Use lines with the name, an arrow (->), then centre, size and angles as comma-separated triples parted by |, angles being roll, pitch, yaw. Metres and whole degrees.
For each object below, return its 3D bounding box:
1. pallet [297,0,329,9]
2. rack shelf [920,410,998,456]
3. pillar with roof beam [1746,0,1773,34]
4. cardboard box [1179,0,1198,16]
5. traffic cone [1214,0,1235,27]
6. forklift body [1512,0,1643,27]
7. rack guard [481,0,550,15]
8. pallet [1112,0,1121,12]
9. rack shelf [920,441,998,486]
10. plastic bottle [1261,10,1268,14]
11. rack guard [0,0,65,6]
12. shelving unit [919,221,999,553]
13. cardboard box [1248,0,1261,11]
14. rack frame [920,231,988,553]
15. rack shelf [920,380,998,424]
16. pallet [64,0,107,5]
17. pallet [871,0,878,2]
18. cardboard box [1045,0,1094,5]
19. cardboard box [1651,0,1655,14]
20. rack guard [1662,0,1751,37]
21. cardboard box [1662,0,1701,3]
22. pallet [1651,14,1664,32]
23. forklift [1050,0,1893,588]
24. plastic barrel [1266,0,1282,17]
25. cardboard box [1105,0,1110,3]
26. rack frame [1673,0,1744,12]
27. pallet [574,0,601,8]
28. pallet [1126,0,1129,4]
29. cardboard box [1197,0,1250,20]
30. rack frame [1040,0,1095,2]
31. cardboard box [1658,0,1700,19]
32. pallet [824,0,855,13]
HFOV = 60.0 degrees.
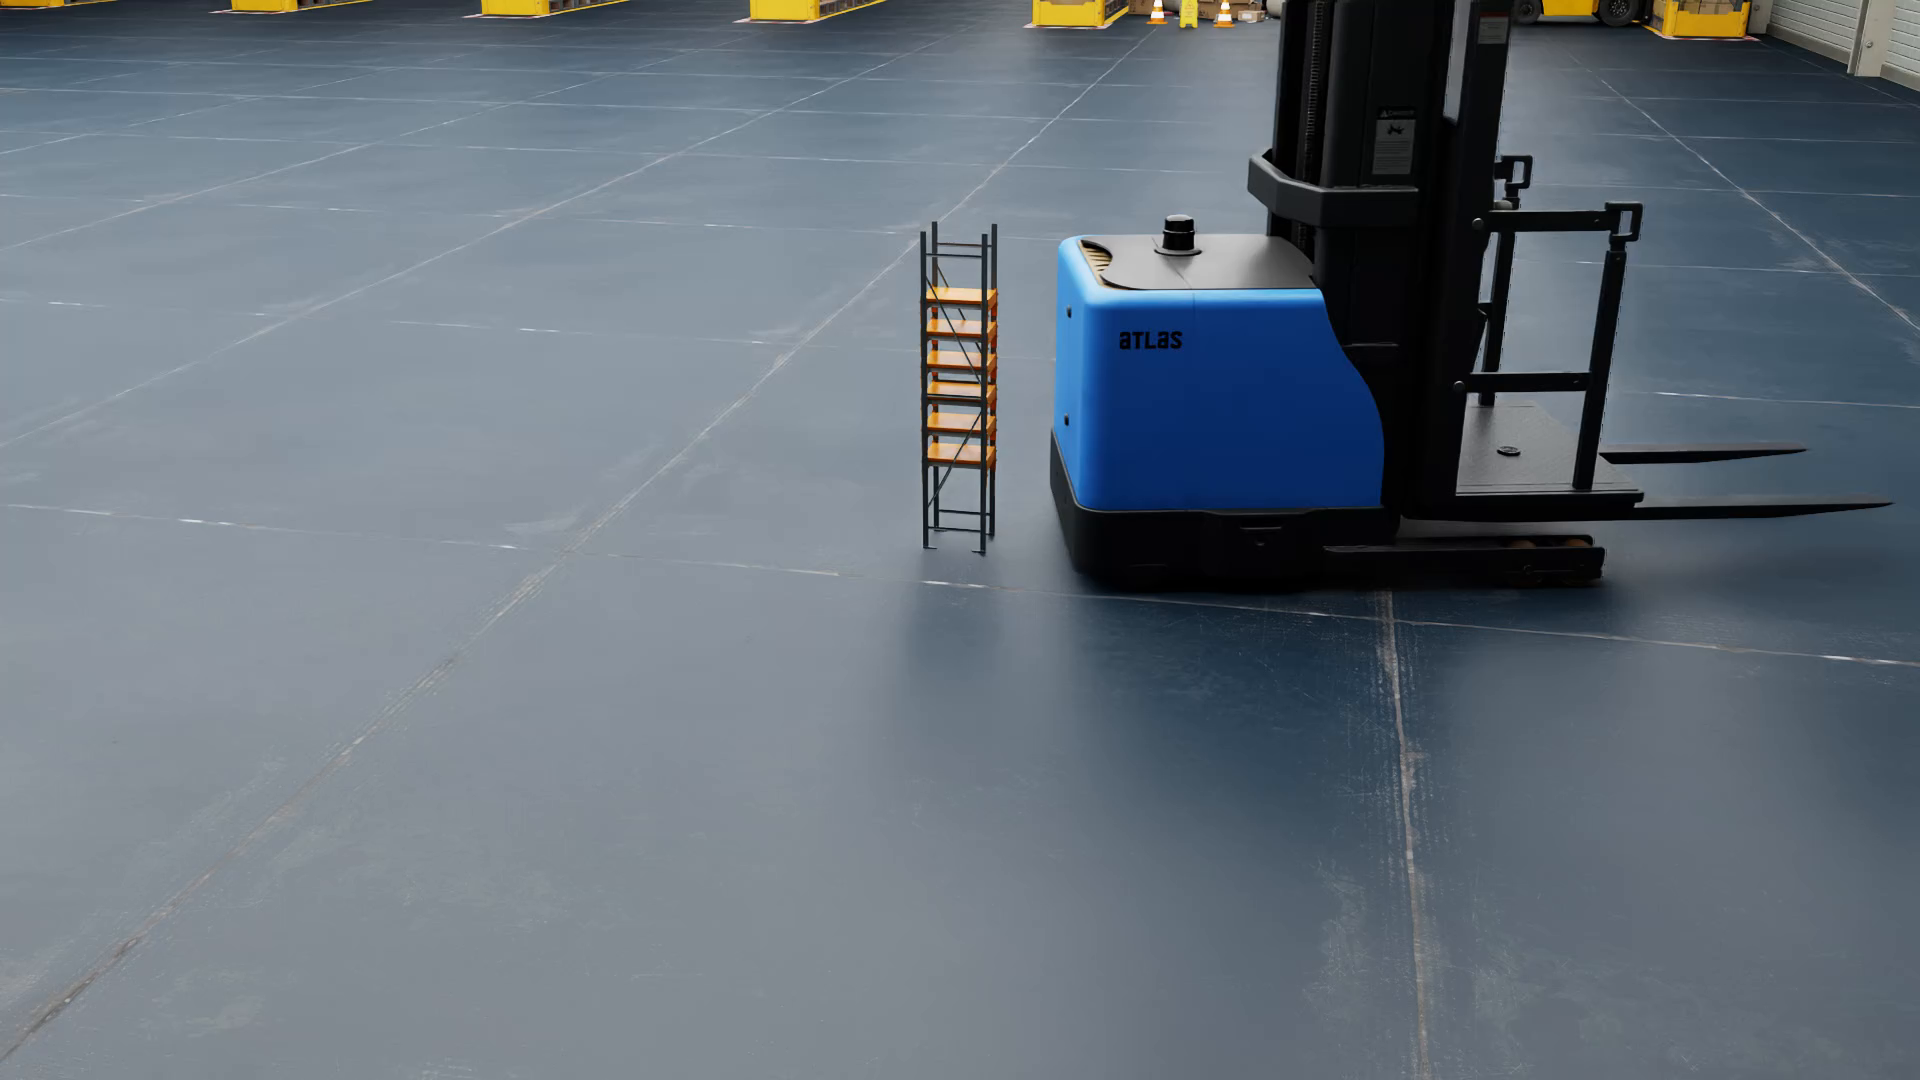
pallet -> -12.616, -10.106, 31.164 | 1.003, 0.211, 1.213 | 4, 22, 11
rack shelf -> -0.003, -0.399, 6.178 | 0.258, 0.103, 0.180 | 4, 22, 11
pillar with roof beam -> 8.338, -12.525, 25.406 | 9.100, 9.000, 0.400 | 4, 22, 11
cardboard box -> 4.070, -9.371, 29.265 | 0.396, 0.266, 0.258 | 8, 23, 20
traffic cone -> 4.337, -8.644, 27.197 | 0.336, 0.463, 0.334 | 4, 22, 11
forklift body -> 10.129, -9.667, 27.476 | 2.313, 2.155, 1.214 | 4, 22, 11
rack guard -> -7.913, -9.610, 29.545 | 1.175, 0.500, 0.348 | 4, 22, 11
pallet -> 2.386, -9.842, 30.509 | 1.003, 0.211, 1.213 | 4, 22, 11
rack shelf -> -0.003, -0.287, 6.223 | 0.258, 0.103, 0.180 | 4, 22, 11
plastic bottle -> 5.385, -9.376, 29.551 | 0.133, 0.061, 0.283 | 8, 23, 20
rack guard -> -17.566, -10.361, 31.411 | 1.175, 0.500, 0.348 | 4, 22, 11
shelving unit -> -0.003, -0.551, 6.116 | 0.258, 1.200, 0.189 | 4, 22, 11
cardboard box -> 5.217, -9.665, 29.996 | 0.258, 0.266, 0.396 | -11, 25, -26
rack frame -> -0.022, -0.518, 6.033 | 0.240, 1.200, 0.006 | 4, 22, 11
rack shelf -> -0.003, -0.510, 6.133 | 0.258, 0.103, 0.180 | 4, 22, 11
pallet -> -17.365, -10.522, 32.196 | 1.003, 0.211, 1.213 | 4, 22, 11
pallet -> -2.060, -10.814, 32.923 | 1.003, 0.211, 1.213 | 4, 22, 11
cardboard box -> 1.875, -9.407, 27.979 | 0.875, 0.875, 0.875 | 5, 22, 11
cardboard box -> 11.536, -8.706, 27.075 | 0.500, 0.250, 0.500 | 5, 22, 11
rack guard -> 11.523, -8.059, 25.696 | 1.175, 0.500, 0.348 | 4, 22, 11
cardboard box -> 11.321, -8.581, 26.093 | 0.500, 0.250, 0.500 | 4, 22, 10
pallet -> 11.643, -8.217, 26.474 | 1.003, 0.211, 1.213 | 4, 22, 11
forklift -> 1.896, -1.387, 5.874 | 3.031, 2.935, 1.130 | -1, 22, -3
plastic barrel -> 5.607, -9.280, 28.830 | 0.421, 0.421, 0.512 | -16, 27, -35
cardboard box -> 2.240, -10.063, 29.605 | 0.875, 0.875, 0.875 | 5, 22, 11
rack frame -> 11.528, -9.228, 25.250 | 1.000, 3.000, 0.127 | 4, 22, 11
pallet -> -7.491, -10.217, 31.440 | 1.003, 0.211, 1.213 | 4, 22, 11
pallet -> 2.701, -10.402, 31.900 | 1.003, 0.211, 1.213 | 4, 22, 11
cardboard box -> 4.548, -9.282, 28.727 | 0.797, 0.503, 0.637 | -11, 25, -26
rack frame -> 1.801, -9.945, 27.032 | 1.000, 3.000, 0.127 | 4, 22, 11
cardboard box -> 11.314, -8.343, 26.172 | 0.500, 0.250, 0.500 | 5, 22, 11
pallet -> -2.567, -9.834, 30.488 | 1.003, 0.211, 1.213 | 4, 22, 11
